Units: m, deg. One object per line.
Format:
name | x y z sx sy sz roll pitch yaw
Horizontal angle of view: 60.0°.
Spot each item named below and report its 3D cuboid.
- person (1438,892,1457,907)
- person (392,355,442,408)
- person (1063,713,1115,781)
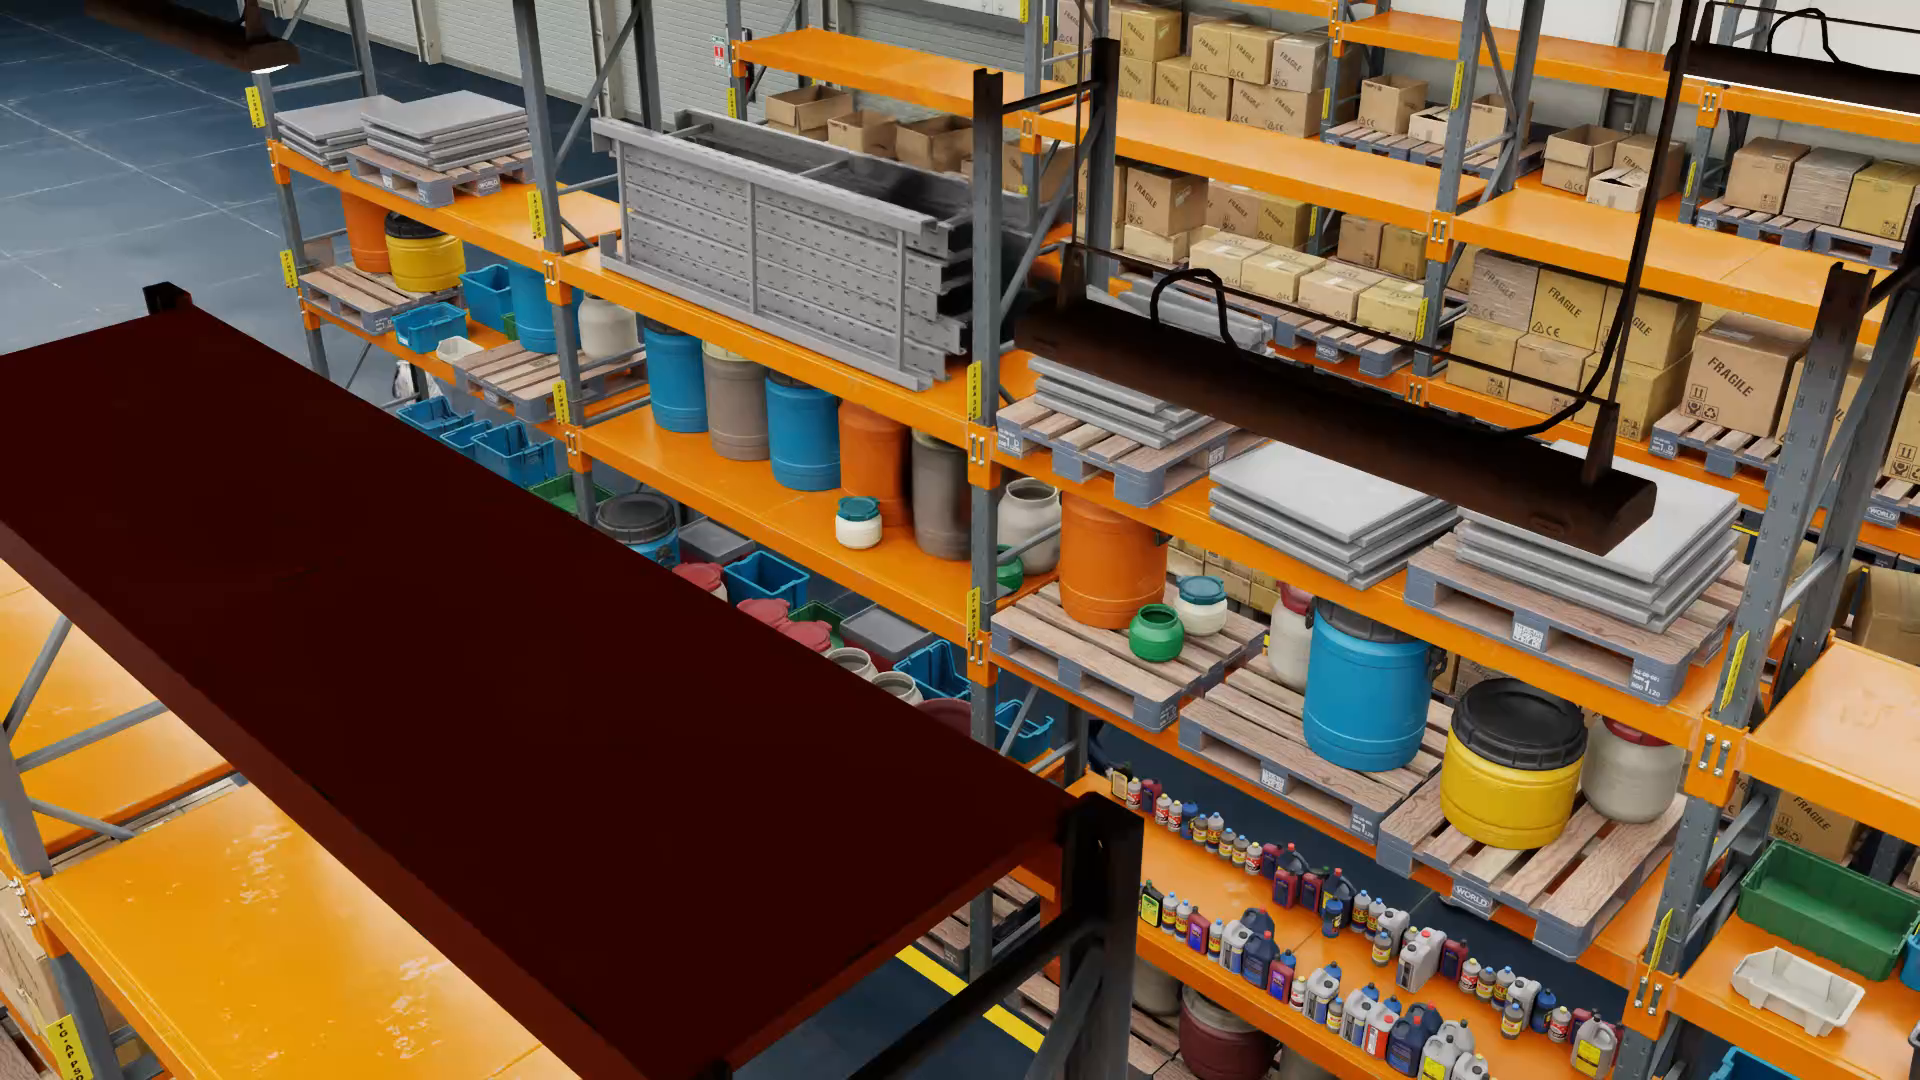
person | 3.748 1.880 11.156 0.848 1.669 0.625 14 32 23
person | -5.522 -1.382 16.991 0.558 1.662 0.735 3 30 6
person | 1.025 1.253 12.443 0.545 1.564 0.490 -23 37 -35
